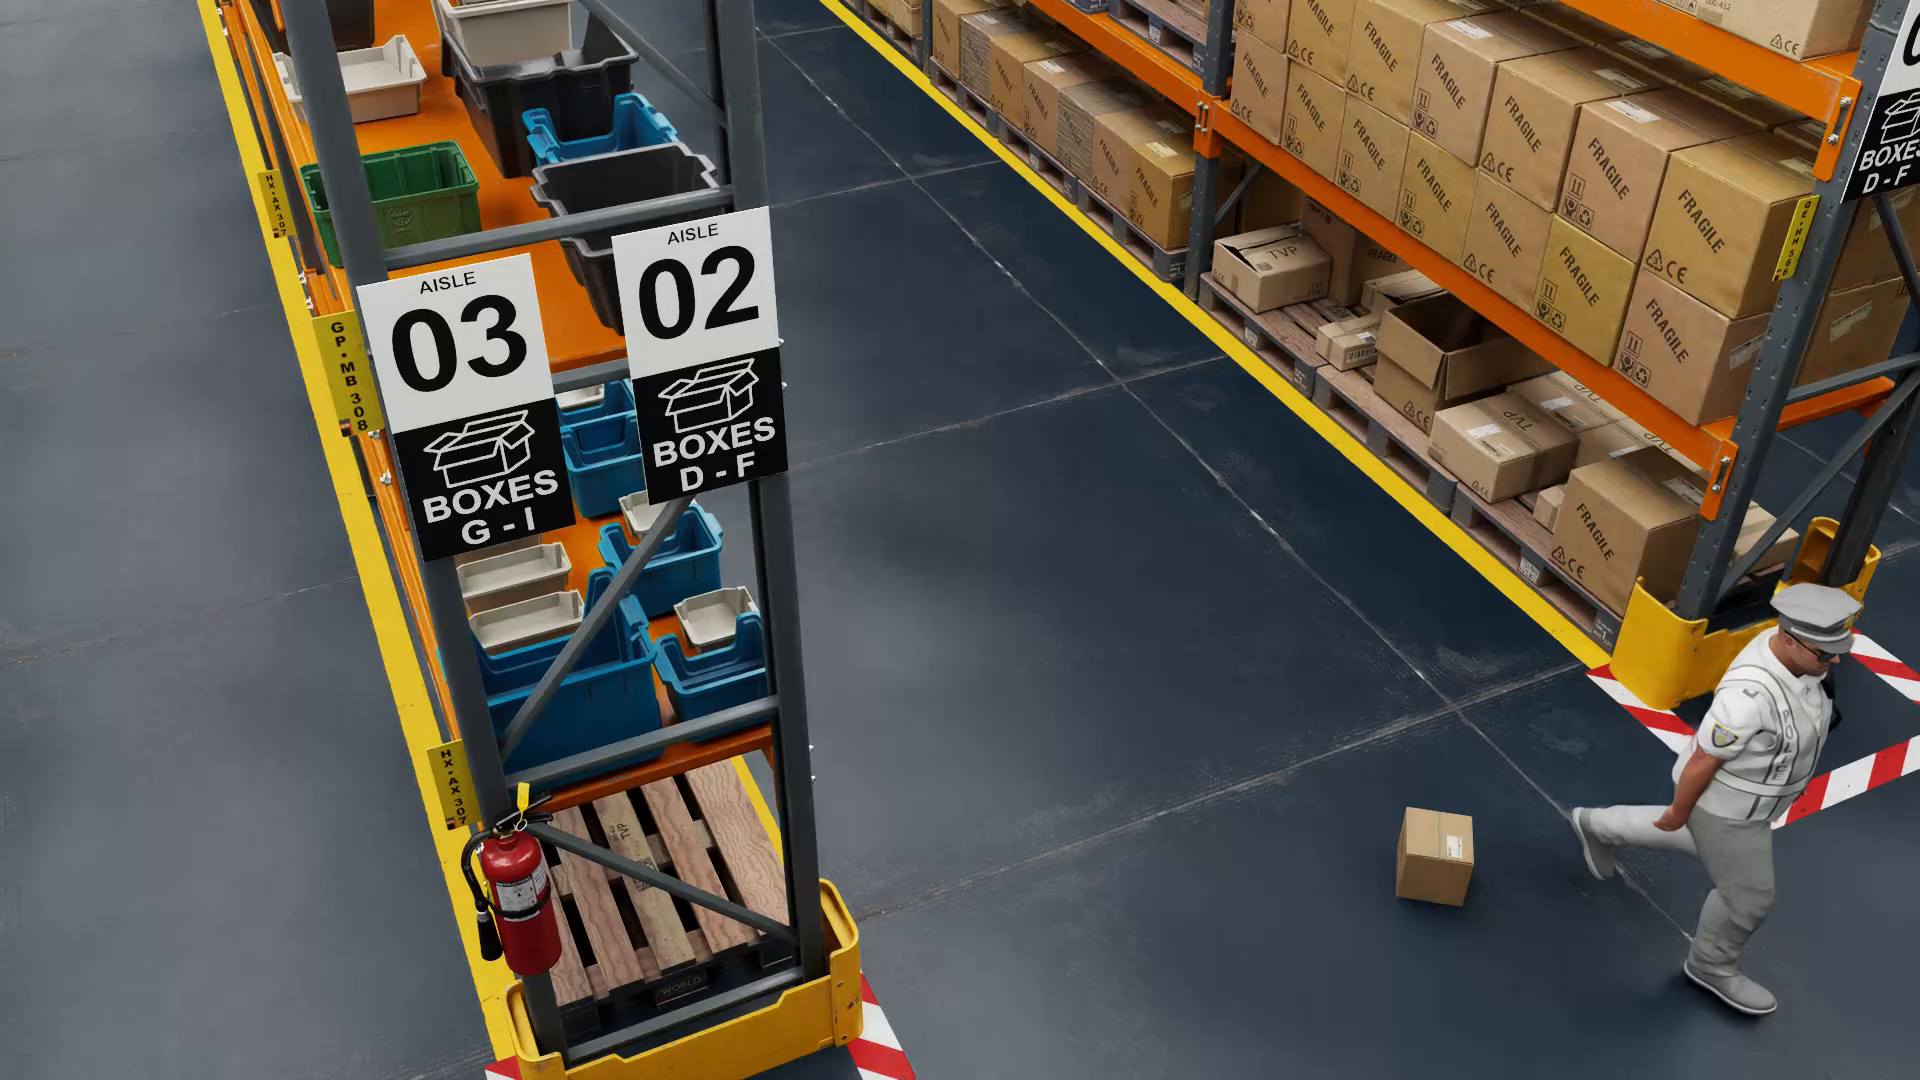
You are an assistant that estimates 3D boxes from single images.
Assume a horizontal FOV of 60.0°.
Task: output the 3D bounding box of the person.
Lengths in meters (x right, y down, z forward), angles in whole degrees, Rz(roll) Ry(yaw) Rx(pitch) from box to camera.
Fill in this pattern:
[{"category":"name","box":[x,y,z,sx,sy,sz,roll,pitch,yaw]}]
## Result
[{"category":"person","box":[2.634,0.809,5.751,0.906,1.713,0.538,27,45,31]}]
